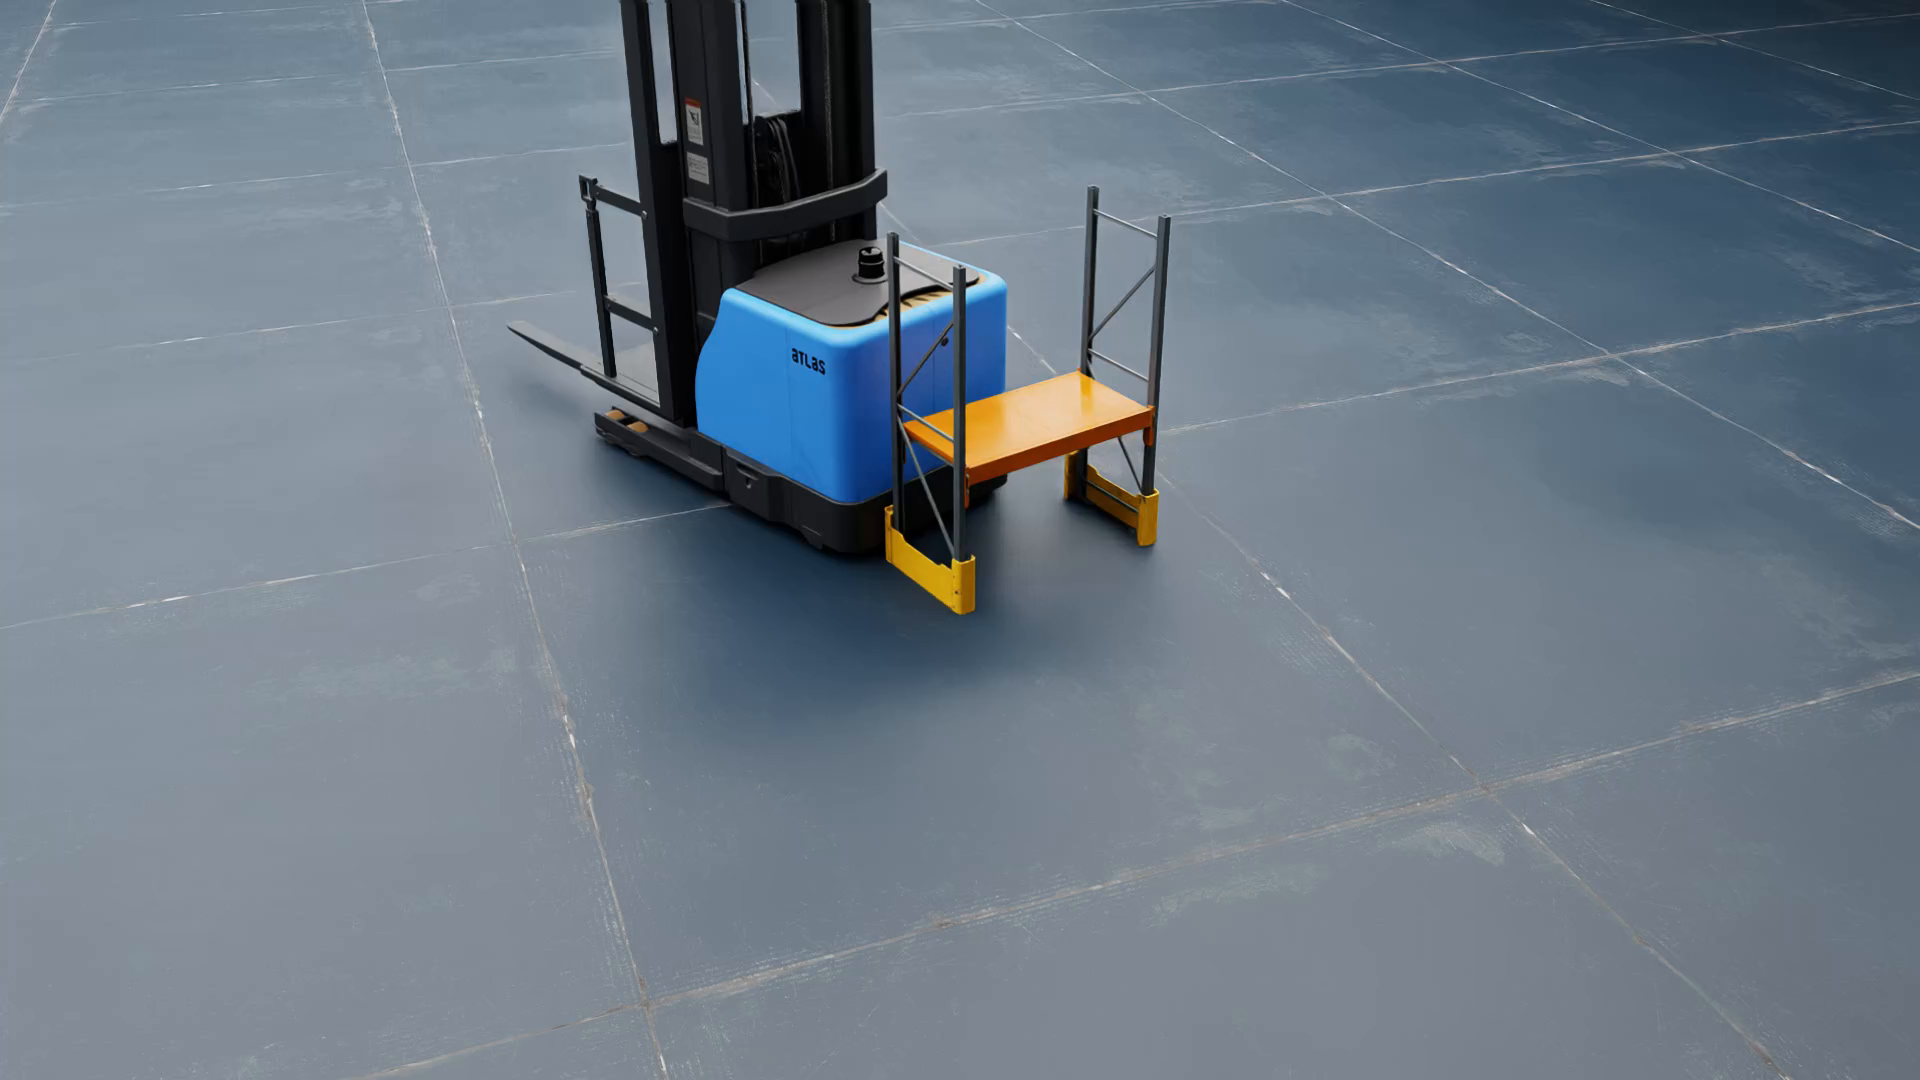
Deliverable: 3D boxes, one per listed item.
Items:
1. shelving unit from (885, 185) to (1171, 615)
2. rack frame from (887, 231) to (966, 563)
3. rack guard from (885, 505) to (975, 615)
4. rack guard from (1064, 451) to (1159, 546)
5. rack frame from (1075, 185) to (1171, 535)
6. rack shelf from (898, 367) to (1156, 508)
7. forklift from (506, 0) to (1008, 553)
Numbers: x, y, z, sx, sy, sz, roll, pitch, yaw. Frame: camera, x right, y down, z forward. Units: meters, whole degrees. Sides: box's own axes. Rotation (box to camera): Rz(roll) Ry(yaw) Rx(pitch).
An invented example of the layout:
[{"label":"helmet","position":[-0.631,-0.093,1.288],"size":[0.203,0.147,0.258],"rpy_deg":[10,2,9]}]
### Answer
[{"label":"shelving unit","position":[0.275,-0.608,7.010],"size":[1.083,1.500,0.587],"rpy_deg":[-19,35,-30]},{"label":"rack frame","position":[-0.133,-0.465,6.760],"size":[0.032,1.500,0.500],"rpy_deg":[-19,35,-30]},{"label":"rack guard","position":[-0.132,0.077,7.070],"size":[0.087,0.250,0.587],"rpy_deg":[-19,35,-30]},{"label":"rack guard","position":[0.682,-0.207,7.569],"size":[0.087,0.250,0.587],"rpy_deg":[-19,35,-30]},{"label":"rack frame","position":[0.698,-0.755,7.270],"size":[0.032,1.500,0.500],"rpy_deg":[-19,35,-30]},{"label":"rack shelf","position":[0.282,-0.454,7.104],"size":[1.000,0.185,0.538],"rpy_deg":[-19,35,-30]},{"label":"forklift","position":[-1.173,-1.846,7.738],"size":[1.130,2.935,3.031],"rpy_deg":[-26,39,-38]}]
